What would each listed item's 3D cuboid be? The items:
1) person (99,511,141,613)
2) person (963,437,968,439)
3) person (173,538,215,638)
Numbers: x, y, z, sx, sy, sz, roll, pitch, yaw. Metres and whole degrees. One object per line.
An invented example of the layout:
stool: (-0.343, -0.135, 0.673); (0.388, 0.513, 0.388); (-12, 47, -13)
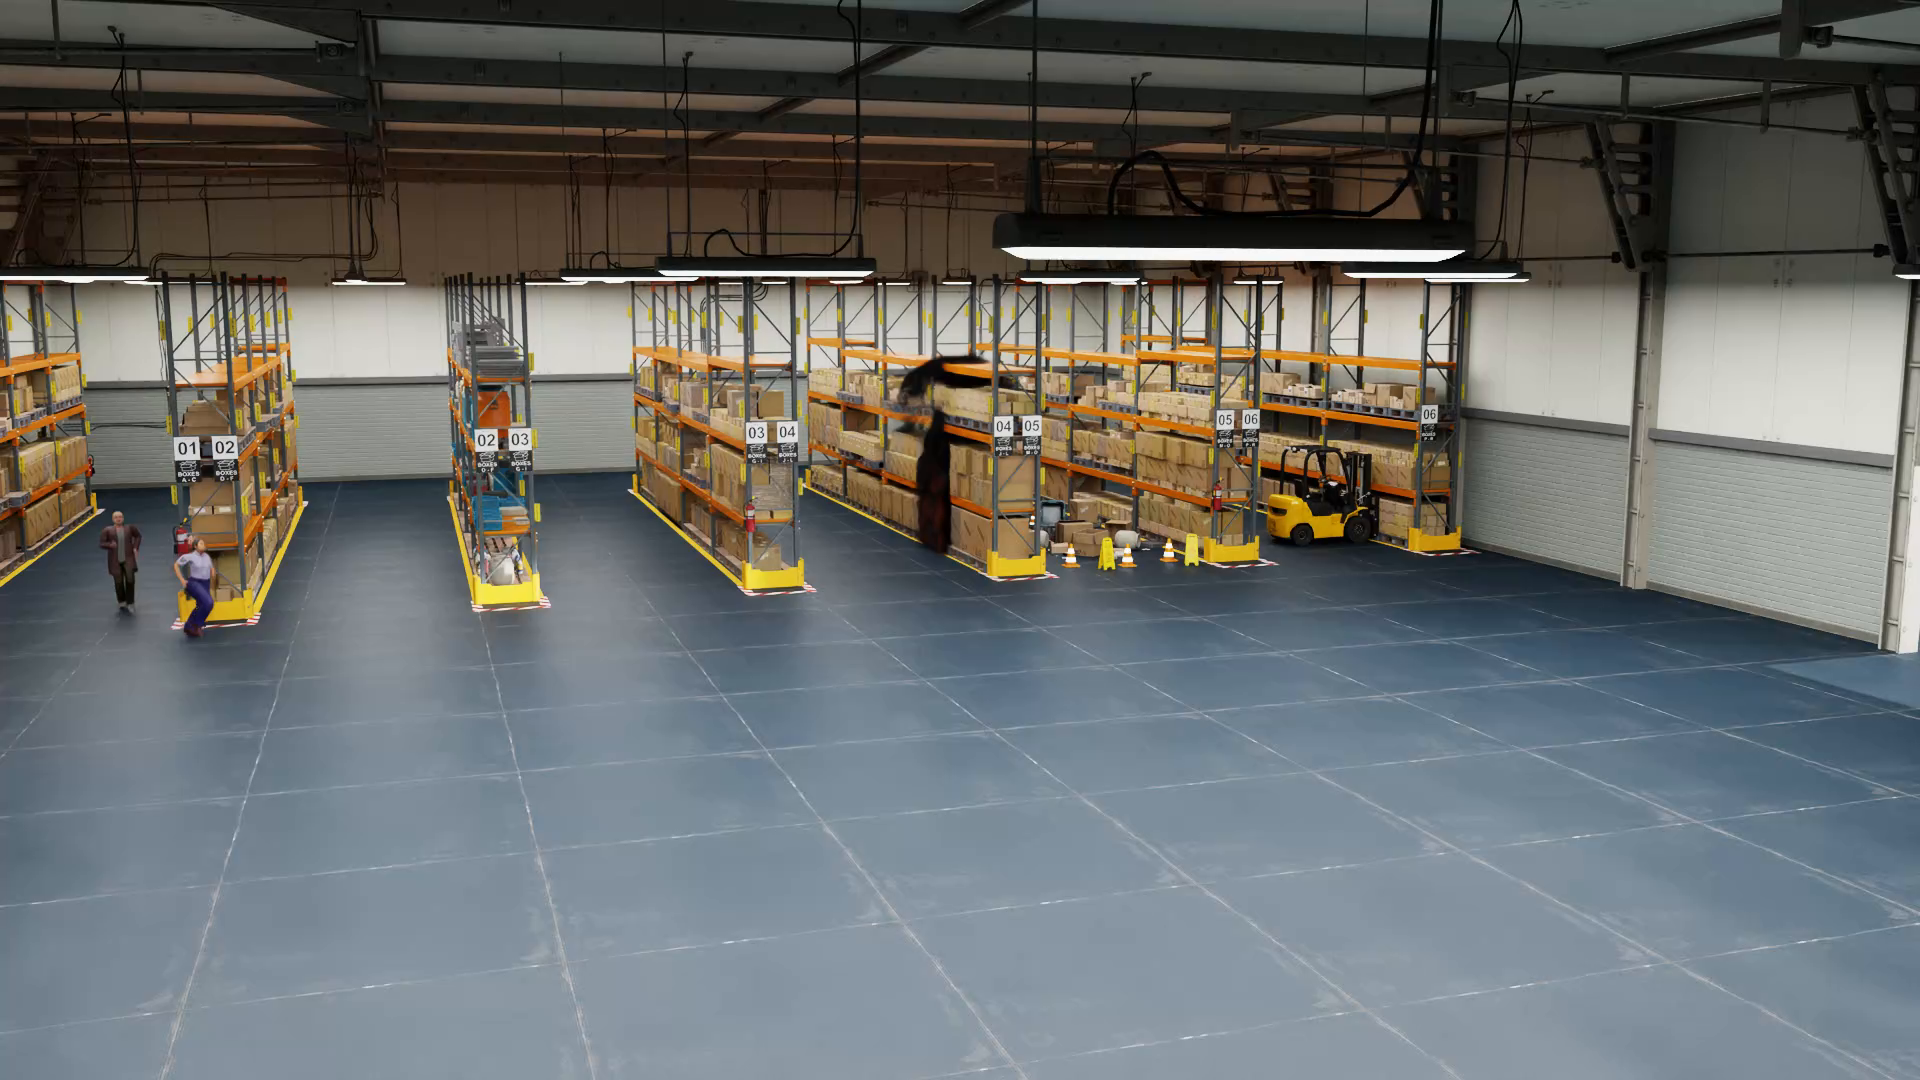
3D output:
person: (-14.912, 0.399, 29.594); (0.685, 1.826, 0.776); (-4, 10, -27)
person: (0.317, -2.842, 51.400); (0.927, 1.667, 0.600); (2, 9, 13)
person: (-12.598, 0.792, 27.574); (0.640, 1.615, 0.605); (1, 9, 9)
